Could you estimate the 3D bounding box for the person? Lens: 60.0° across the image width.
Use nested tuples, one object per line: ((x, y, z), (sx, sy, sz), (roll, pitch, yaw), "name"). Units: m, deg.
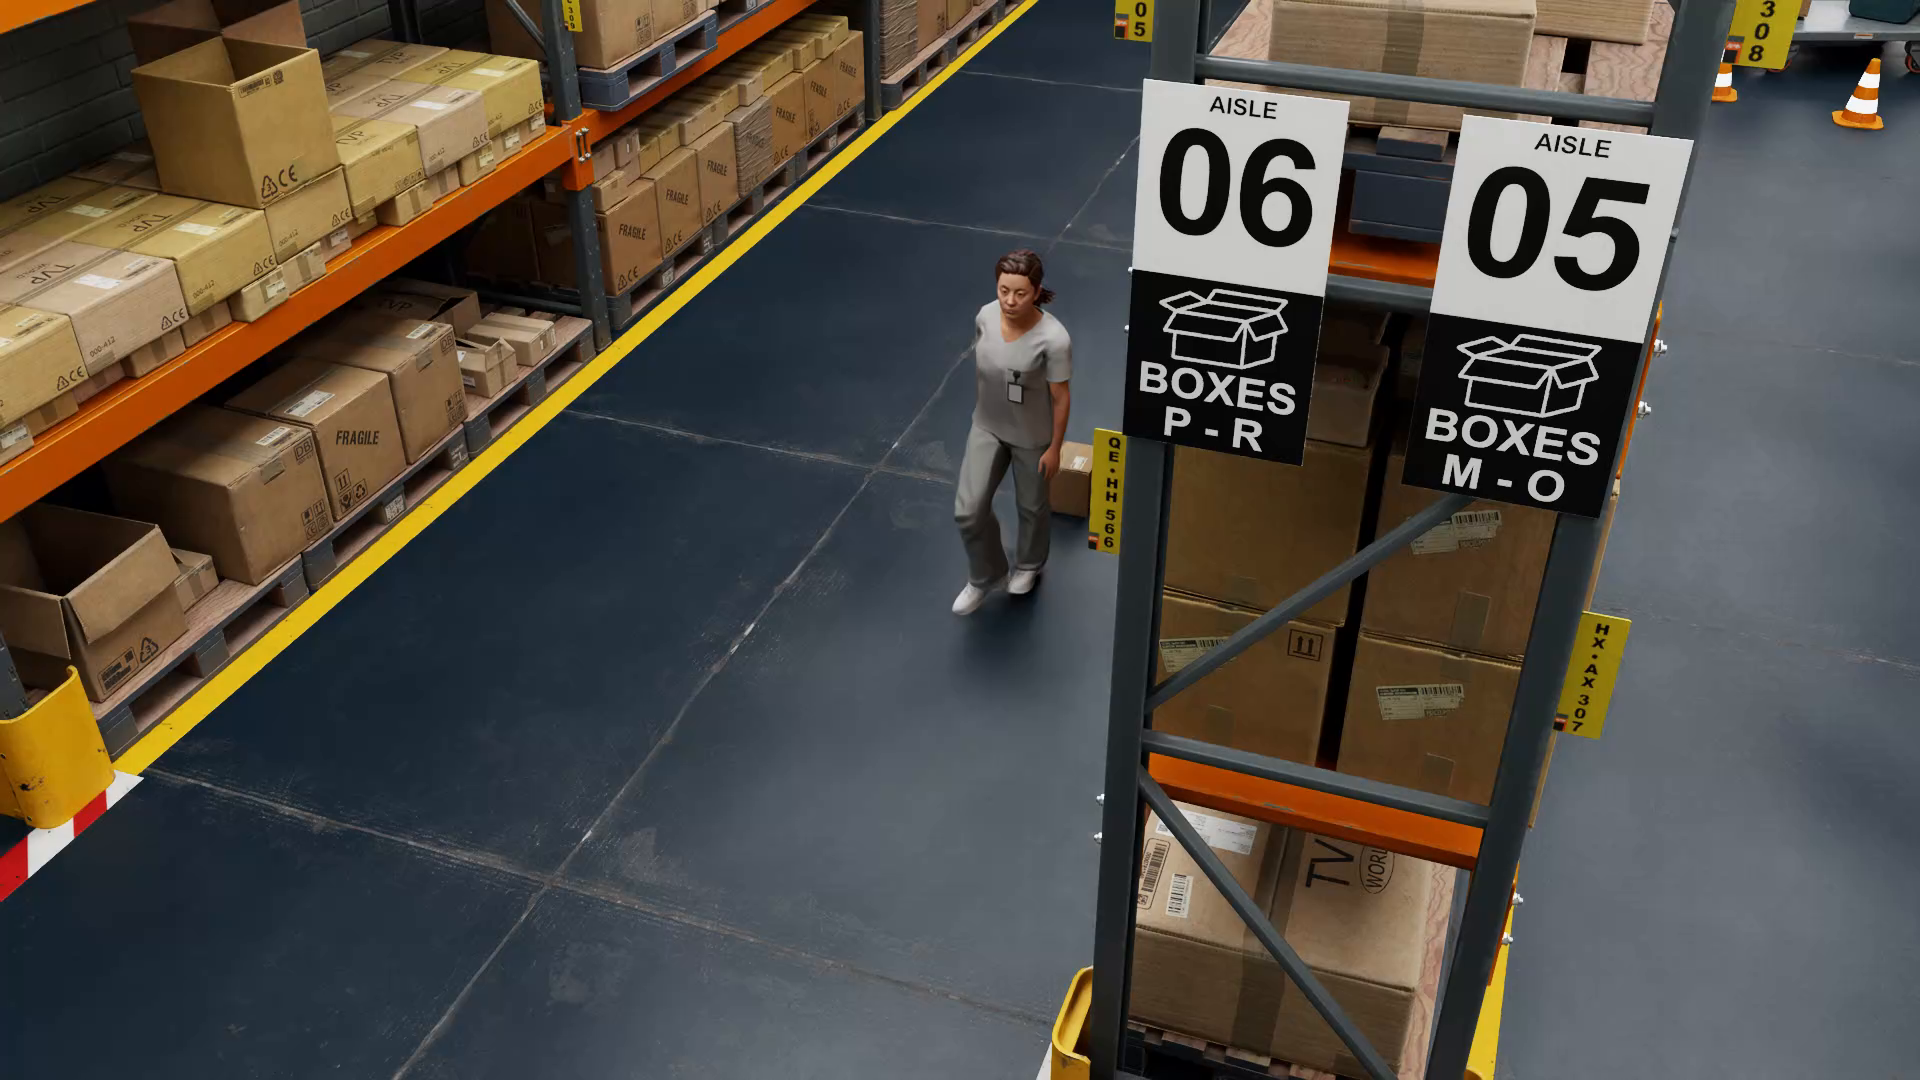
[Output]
((0.252, -0.436, 6.803), (0.472, 1.676, 0.537), (15, 36, 21), "person")
